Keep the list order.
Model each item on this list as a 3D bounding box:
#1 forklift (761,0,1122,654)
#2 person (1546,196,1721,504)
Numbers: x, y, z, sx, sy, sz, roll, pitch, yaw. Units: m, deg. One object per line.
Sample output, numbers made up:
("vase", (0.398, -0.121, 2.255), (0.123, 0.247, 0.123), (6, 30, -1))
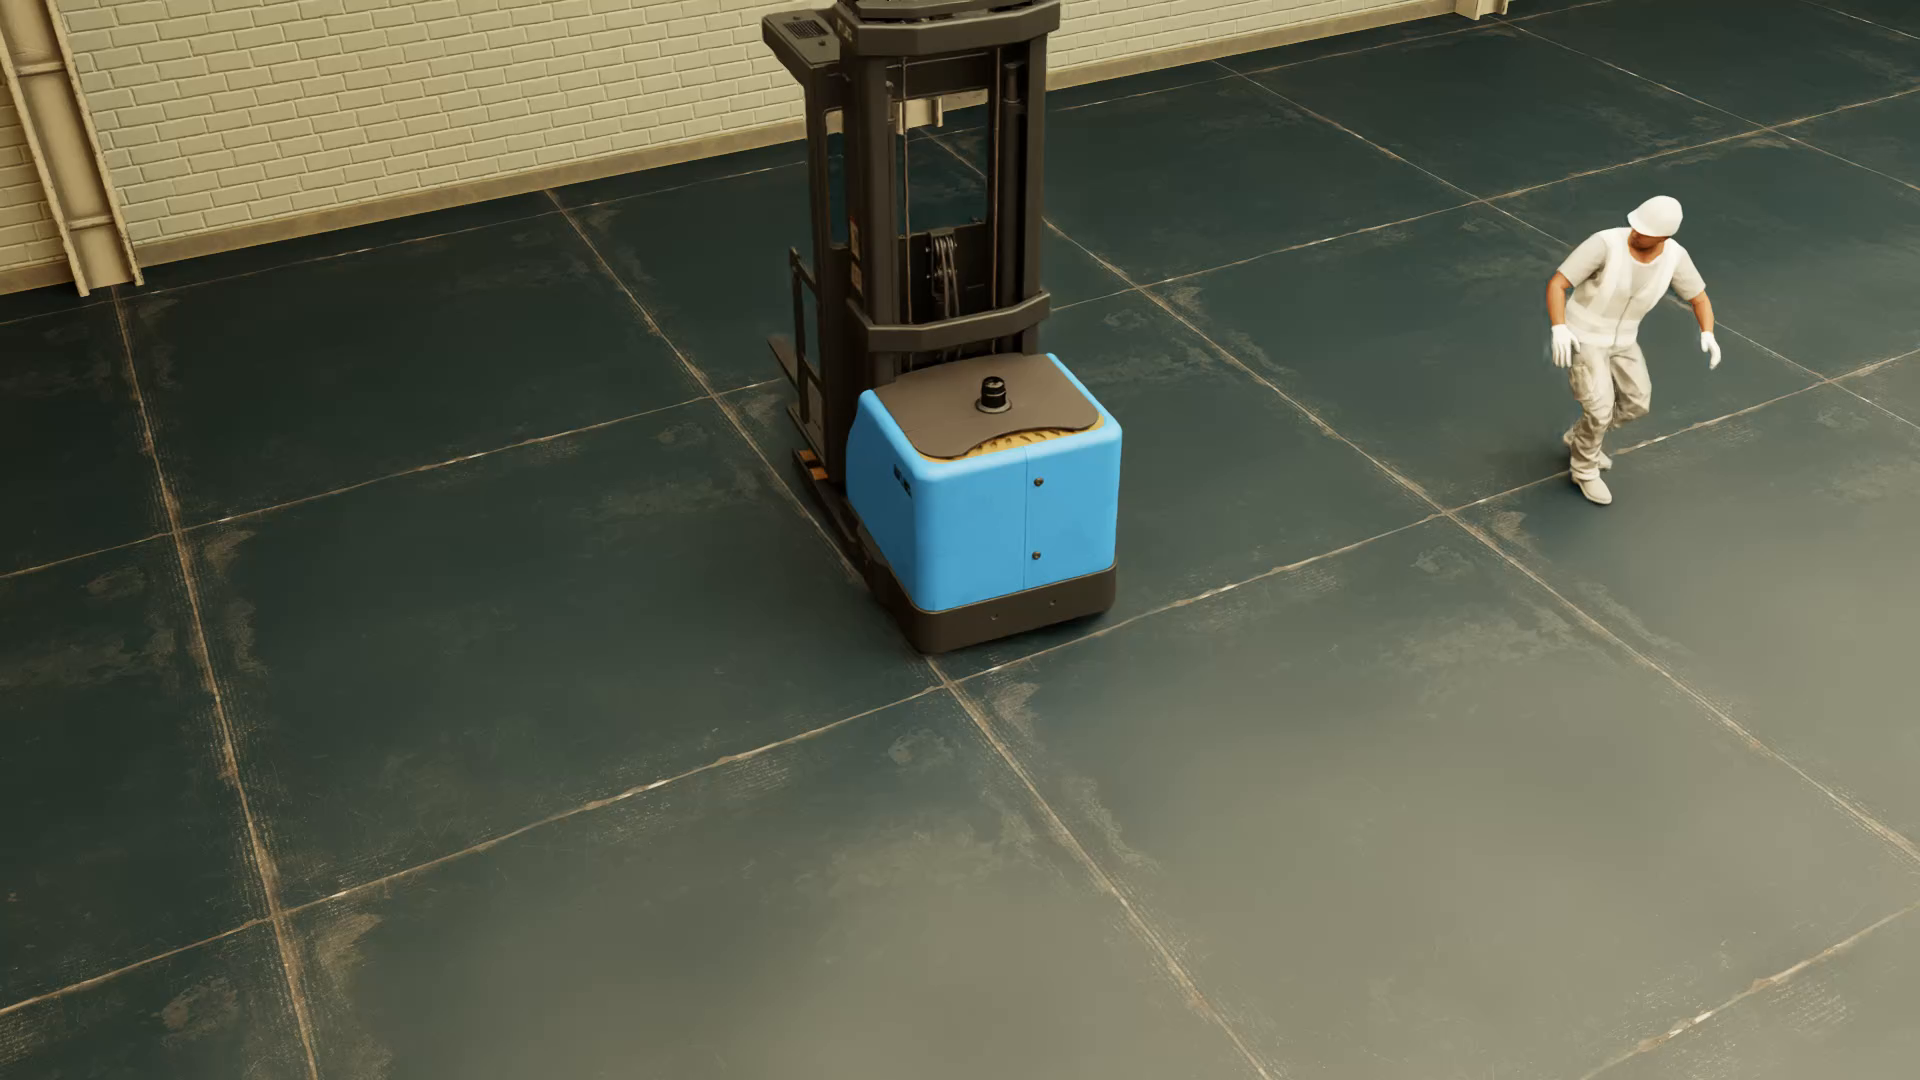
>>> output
("forklift", (-0.274, -1.510, 8.259), (1.130, 2.935, 3.031), (-13, 37, -18))
("person", (3.424, -0.966, 8.584), (0.862, 1.657, 0.763), (-10, 36, -14))
